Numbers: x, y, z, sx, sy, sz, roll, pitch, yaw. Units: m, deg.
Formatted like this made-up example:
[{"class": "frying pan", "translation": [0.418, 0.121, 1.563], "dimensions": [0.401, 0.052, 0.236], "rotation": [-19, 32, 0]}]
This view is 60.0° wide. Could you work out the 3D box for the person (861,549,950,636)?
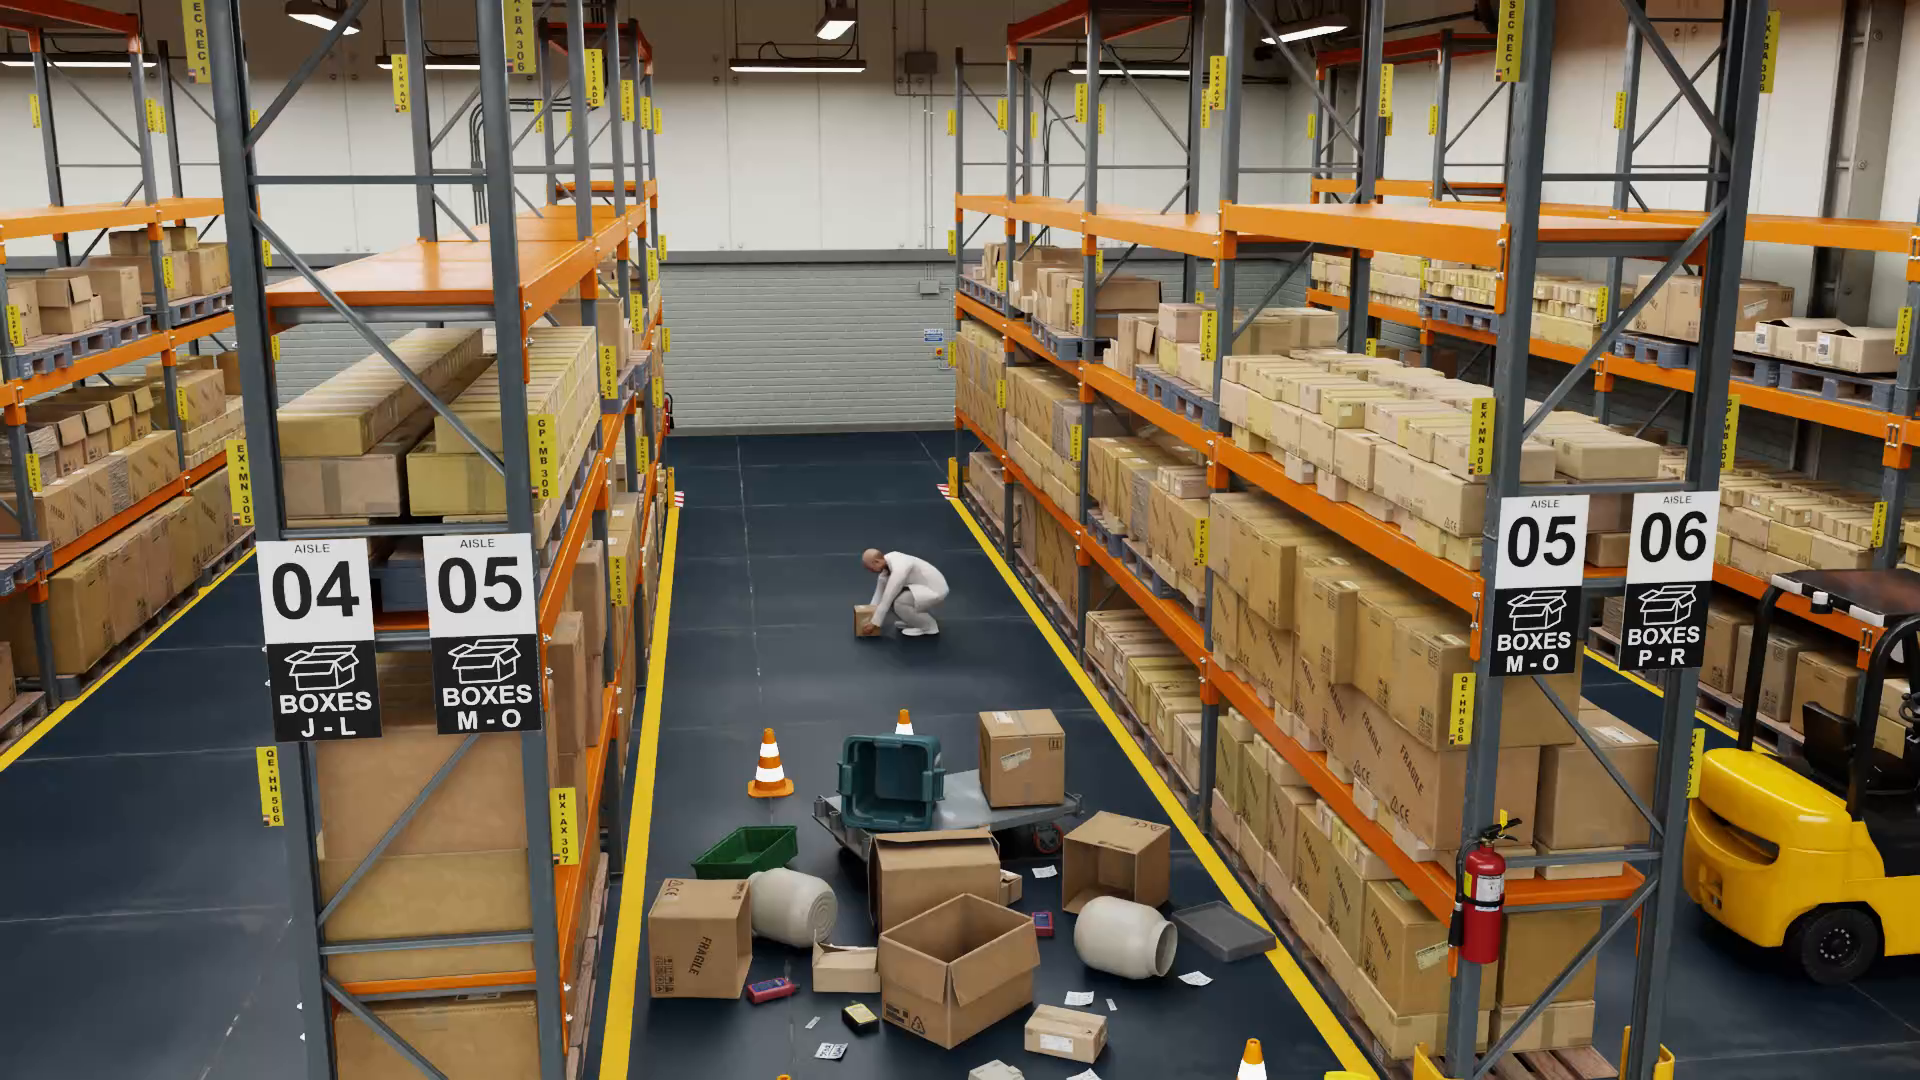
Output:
[{"class": "person", "translation": [-0.554, 0.510, 16.426], "dimensions": [0.900, 0.857, 0.592], "rotation": [-2, 13, -8]}]
